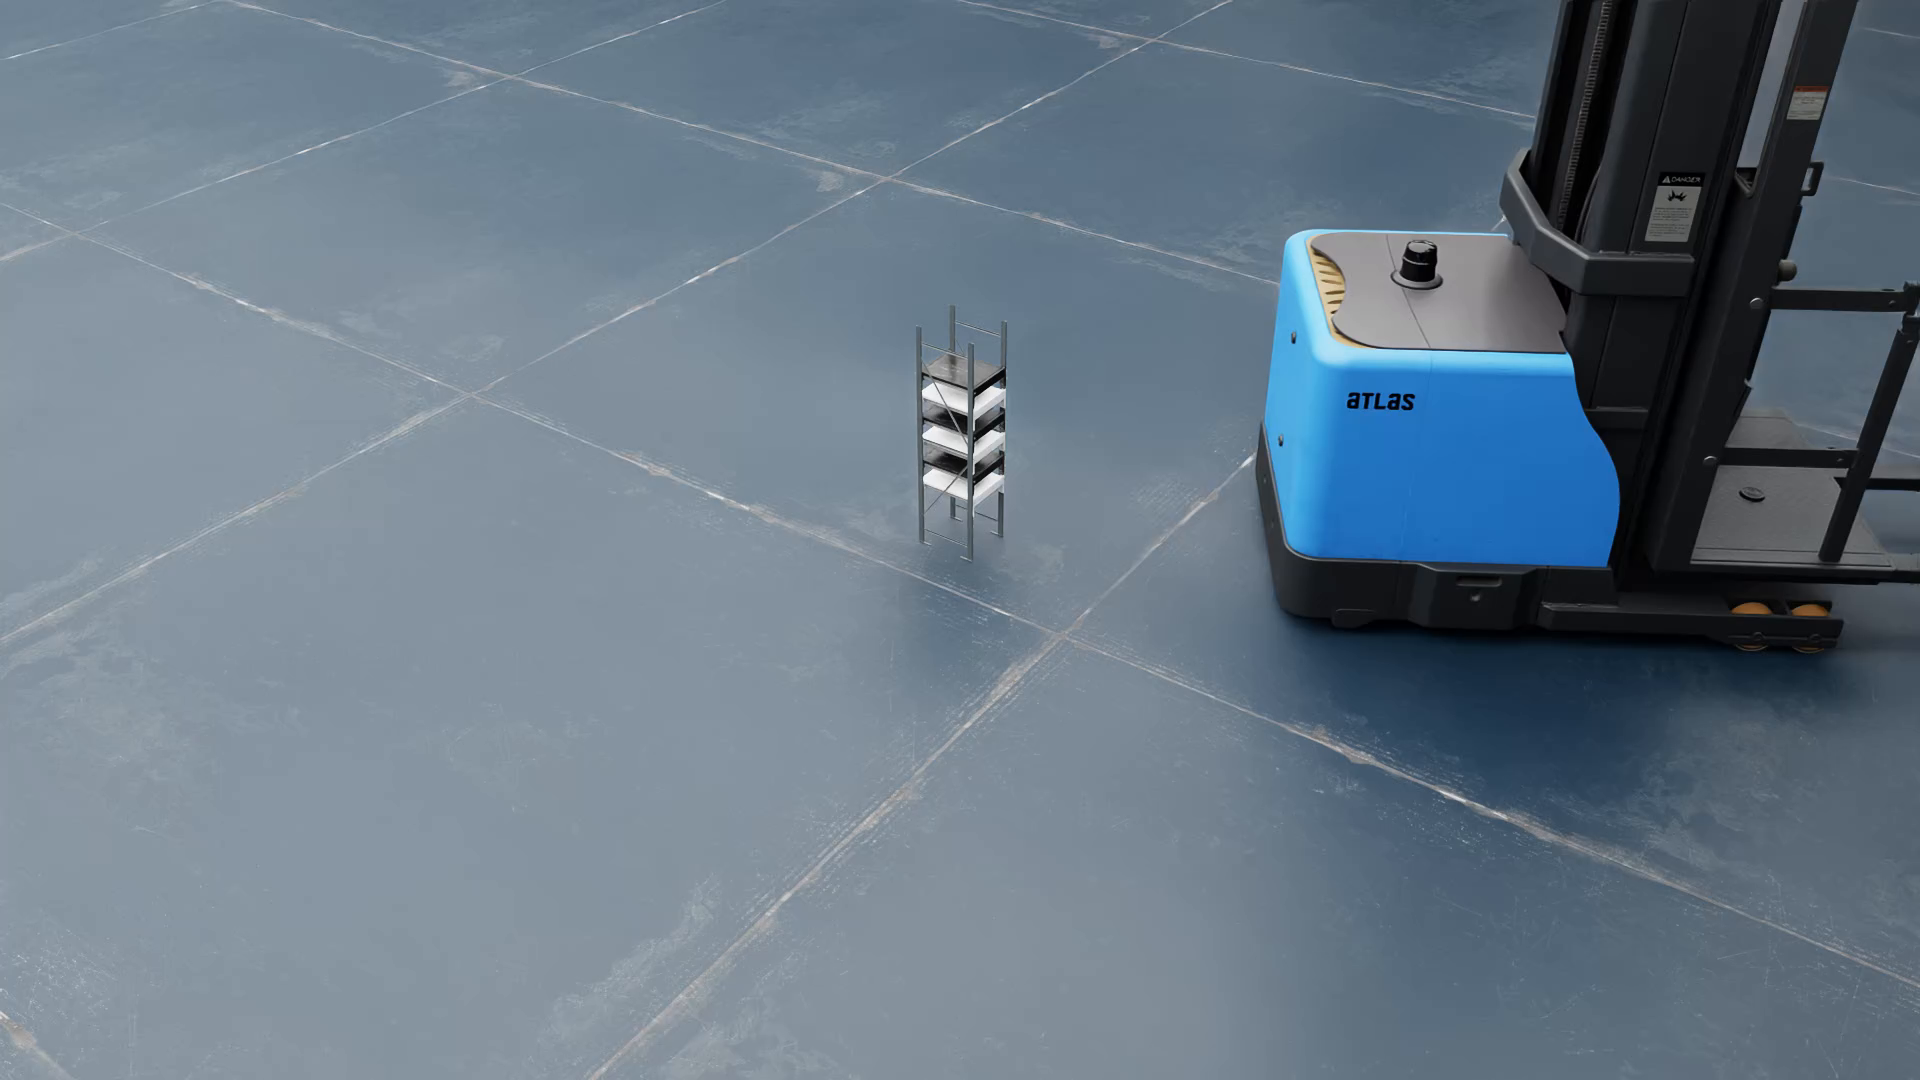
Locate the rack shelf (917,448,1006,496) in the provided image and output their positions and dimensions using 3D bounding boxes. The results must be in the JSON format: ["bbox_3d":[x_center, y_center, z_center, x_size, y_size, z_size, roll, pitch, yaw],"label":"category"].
[{"bbox_3d":[0.005,-0.274,6.073,0.258,0.077,0.200,21,39,28],"label":"rack shelf"}]

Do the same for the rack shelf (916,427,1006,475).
[{"bbox_3d":[0.005,-0.349,6.022,0.258,0.077,0.200,21,39,28],"label":"rack shelf"}]

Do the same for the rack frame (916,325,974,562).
[{"bbox_3d":[-0.053,-0.330,5.934,0.240,0.900,0.006,21,39,28],"label":"rack frame"}]

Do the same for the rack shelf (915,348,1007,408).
[{"bbox_3d":[0.005,-0.573,5.871,0.258,0.077,0.200,21,39,28],"label":"rack shelf"}]

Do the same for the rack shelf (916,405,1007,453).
[{"bbox_3d":[0.005,-0.423,5.972,0.258,0.077,0.200,21,39,28],"label":"rack shelf"}]

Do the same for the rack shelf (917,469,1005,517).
[{"bbox_3d":[0.005,-0.200,6.123,0.258,0.077,0.200,21,39,28],"label":"rack shelf"}]

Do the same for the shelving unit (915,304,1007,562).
[{"bbox_3d":[0.005,-0.376,6.003,0.258,0.900,0.210,21,39,28],"label":"shelving unit"}]

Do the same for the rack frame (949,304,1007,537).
[{"bbox_3d":[0.063,-0.423,6.073,0.240,0.900,0.006,21,39,28],"label":"rack frame"}]

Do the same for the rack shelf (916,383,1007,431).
[{"bbox_3d":[0.005,-0.498,5.921,0.258,0.077,0.200,21,39,28],"label":"rack shelf"}]

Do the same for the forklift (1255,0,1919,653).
[{"bbox_3d":[2.644,-1.136,5.314,3.031,2.935,1.130,2,34,3],"label":"forklift"}]
